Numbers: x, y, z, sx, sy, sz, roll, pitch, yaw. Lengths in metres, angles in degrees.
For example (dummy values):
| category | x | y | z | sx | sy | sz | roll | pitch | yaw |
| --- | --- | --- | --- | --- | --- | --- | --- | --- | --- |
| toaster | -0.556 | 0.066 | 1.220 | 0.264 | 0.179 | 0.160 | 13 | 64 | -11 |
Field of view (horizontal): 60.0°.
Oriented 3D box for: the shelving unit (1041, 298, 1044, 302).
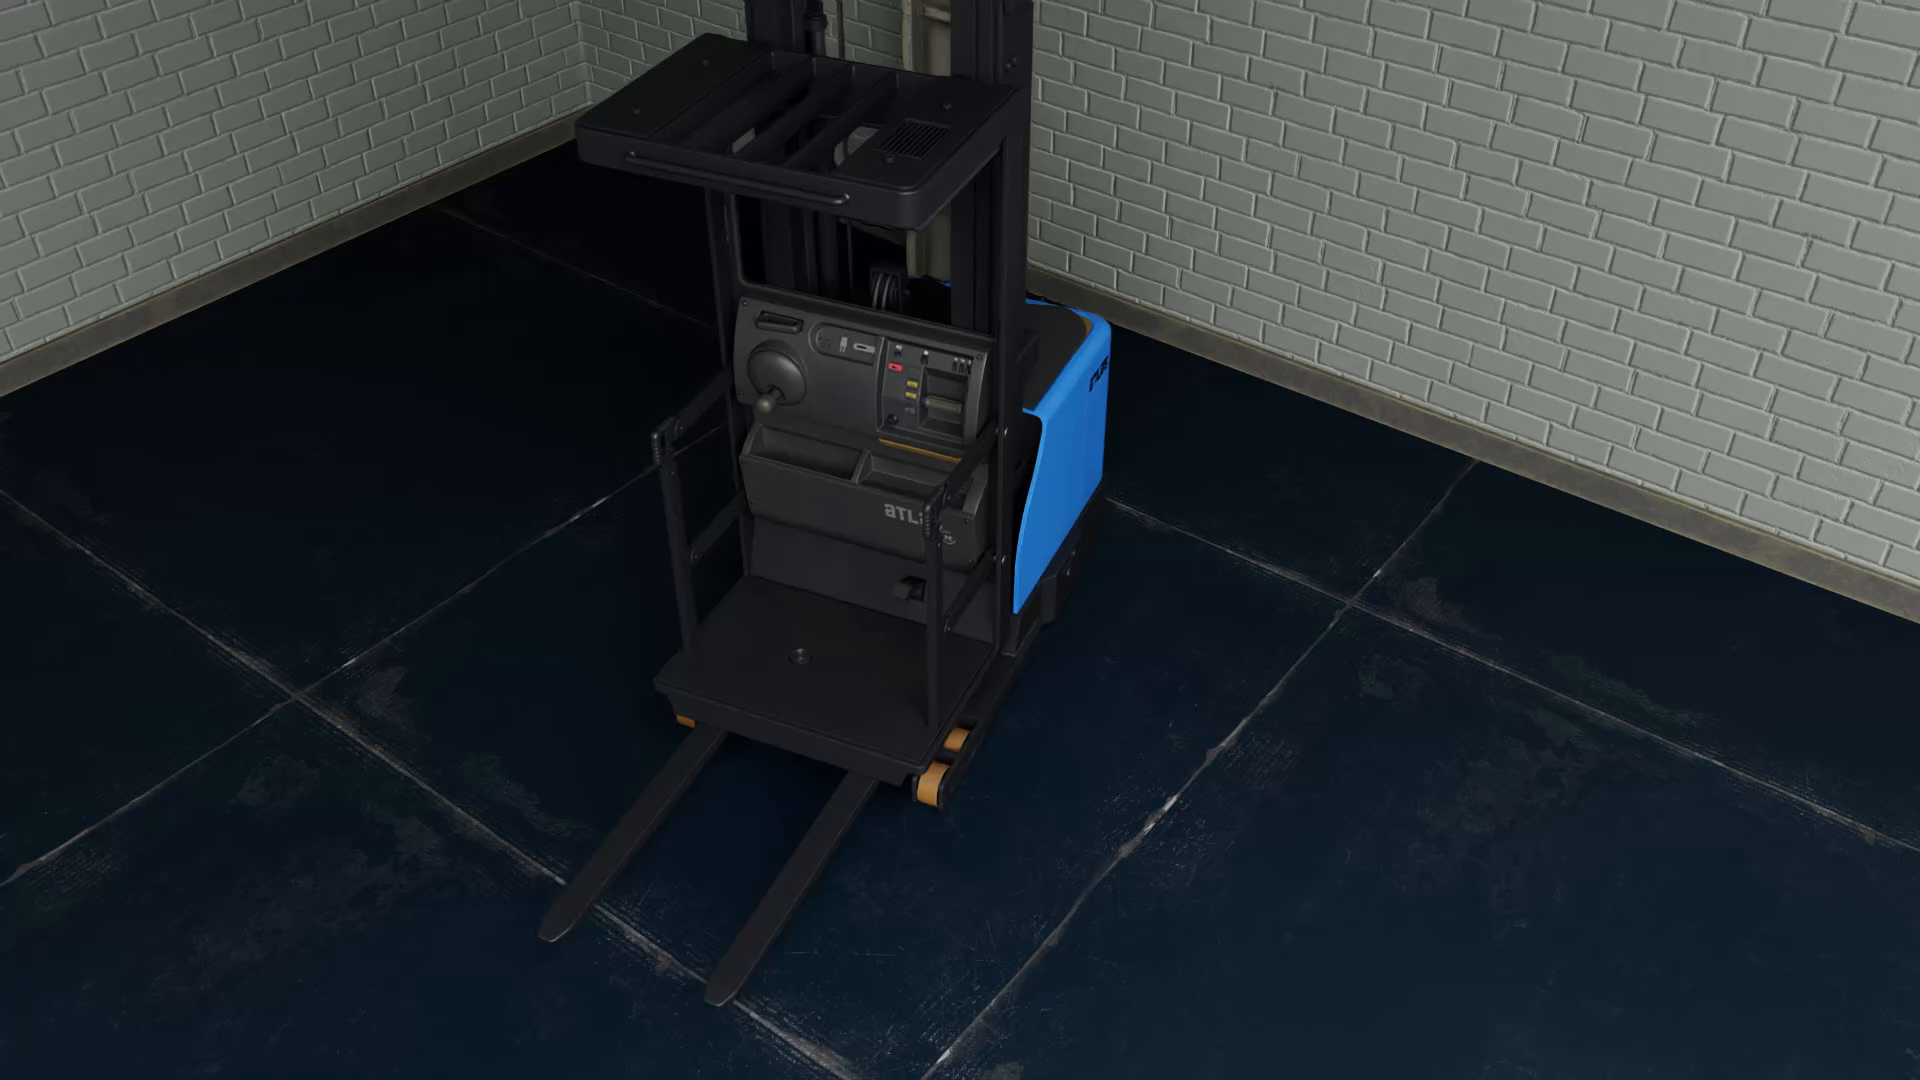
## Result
| category | x | y | z | sx | sy | sz | roll | pitch | yaw |
| --- | --- | --- | --- | --- | --- | --- | --- | --- | --- |
| shelving unit | 0.215 | -0.639 | 7.335 | 0.210 | 0.900 | 0.258 | 15 | 40 | 18 |

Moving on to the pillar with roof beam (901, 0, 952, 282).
| category | x | y | z | sx | sy | sz | roll | pitch | yaw |
| --- | --- | --- | --- | --- | --- | --- | --- | --- | --- |
| pillar with roof beam | -2.657 | -2.873 | 3.620 | 0.400 | 9.000 | 9.100 | 25 | 45 | 29 |

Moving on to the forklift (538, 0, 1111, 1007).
| category | x | y | z | sx | sy | sz | roll | pitch | yaw |
| --- | --- | --- | --- | --- | --- | --- | --- | --- | --- |
| forklift | -0.432 | -0.493 | 5.502 | 1.130 | 2.935 | 3.031 | 15 | 41 | 18 |

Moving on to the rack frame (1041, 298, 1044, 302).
| category | x | y | z | sx | sy | sz | roll | pitch | yaw |
| --- | --- | --- | --- | --- | --- | --- | --- | --- | --- |
| rack frame | 0.308 | -0.613 | 7.303 | 0.006 | 0.900 | 0.240 | 15 | 40 | 18 |
